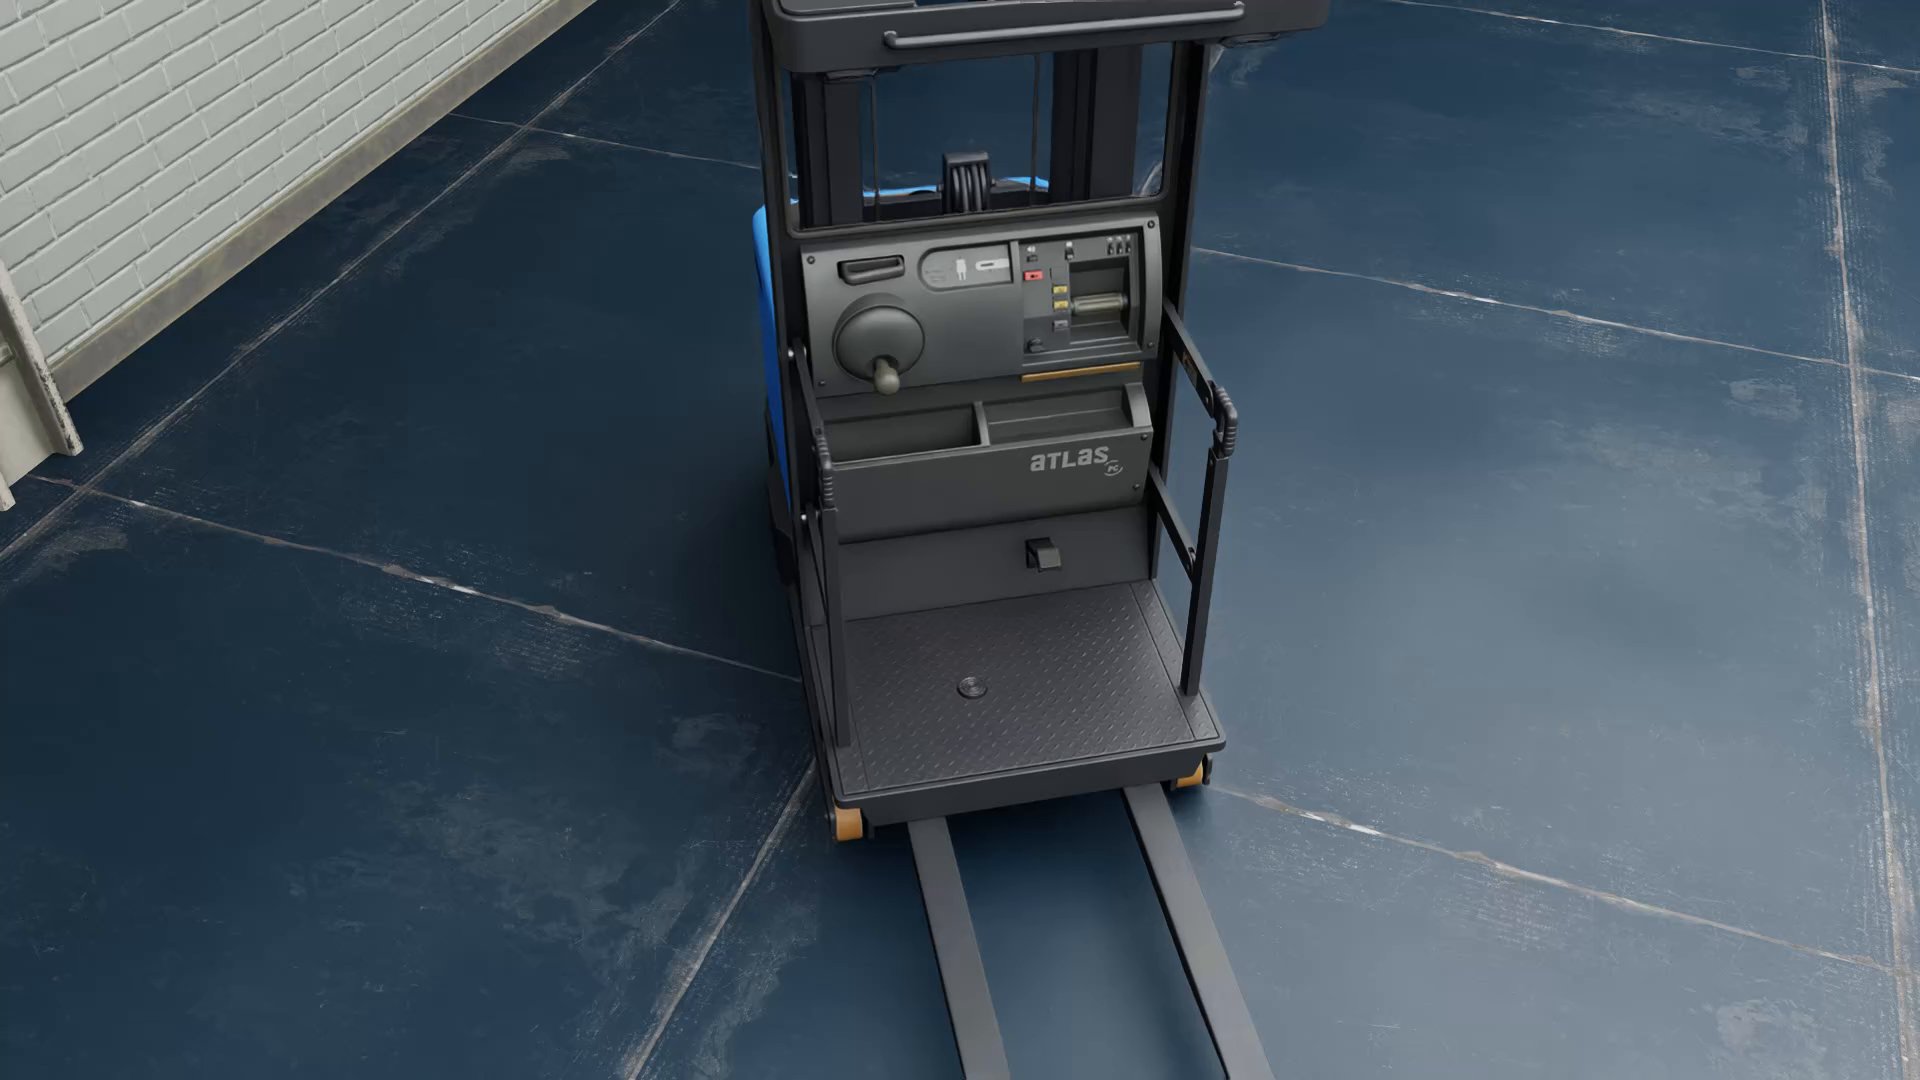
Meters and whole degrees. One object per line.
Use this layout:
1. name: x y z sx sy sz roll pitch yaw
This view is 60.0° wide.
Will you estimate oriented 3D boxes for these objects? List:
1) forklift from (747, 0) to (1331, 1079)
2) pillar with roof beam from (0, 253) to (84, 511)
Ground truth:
1. forklift: 0.110 -0.525 4.107 1.130 2.935 3.031 -8 41 -9
2. pillar with roof beam: 0.598 -2.723 2.008 9.100 9.000 0.400 13 42 15
